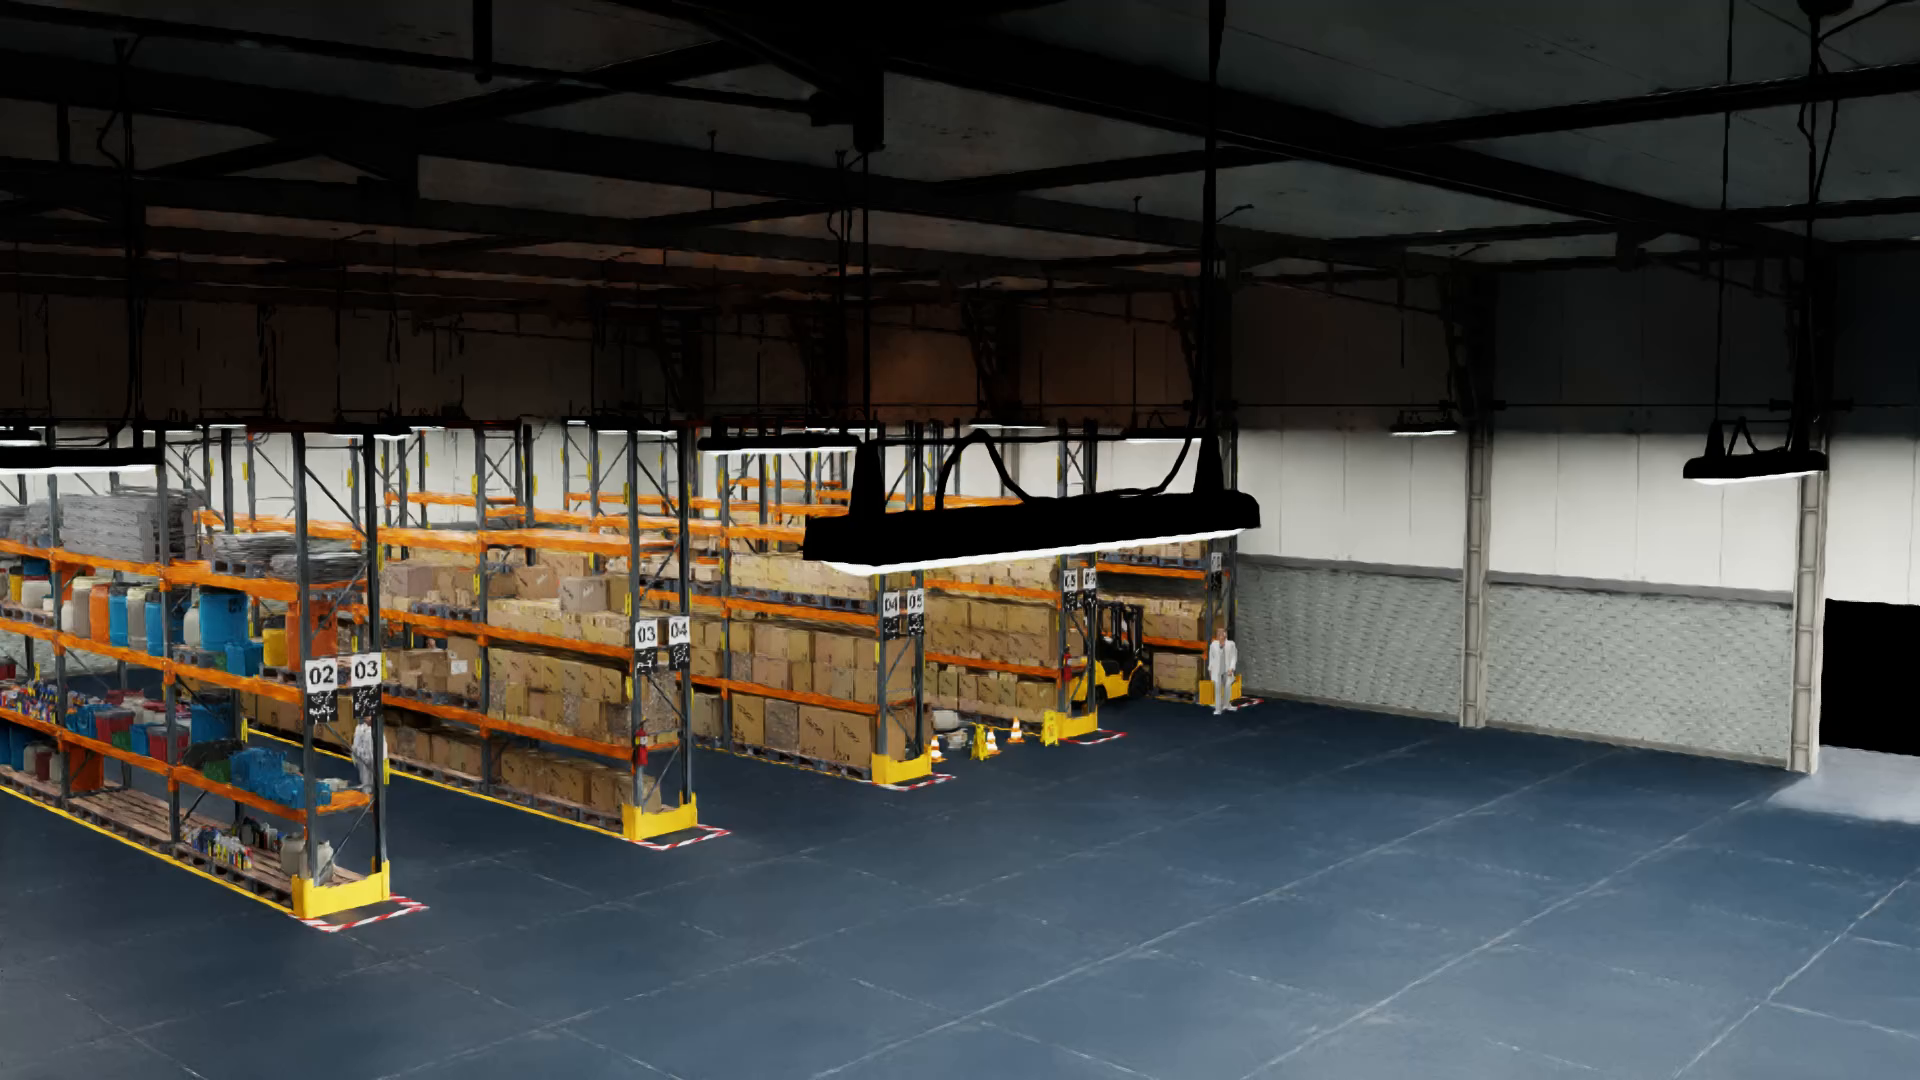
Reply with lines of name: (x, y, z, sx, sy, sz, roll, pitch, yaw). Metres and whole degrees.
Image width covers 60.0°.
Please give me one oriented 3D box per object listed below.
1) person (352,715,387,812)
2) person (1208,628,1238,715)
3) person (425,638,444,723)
person: (-9.207, 3.382, 25.971, 0.482, 1.621, 0.997, -4, 6, -39)
person: (5.380, 2.670, 34.030, 0.604, 1.770, 0.767, 1, 5, 11)
person: (-10.424, 2.834, 32.805, 1.107, 1.628, 0.603, 4, 6, 41)
